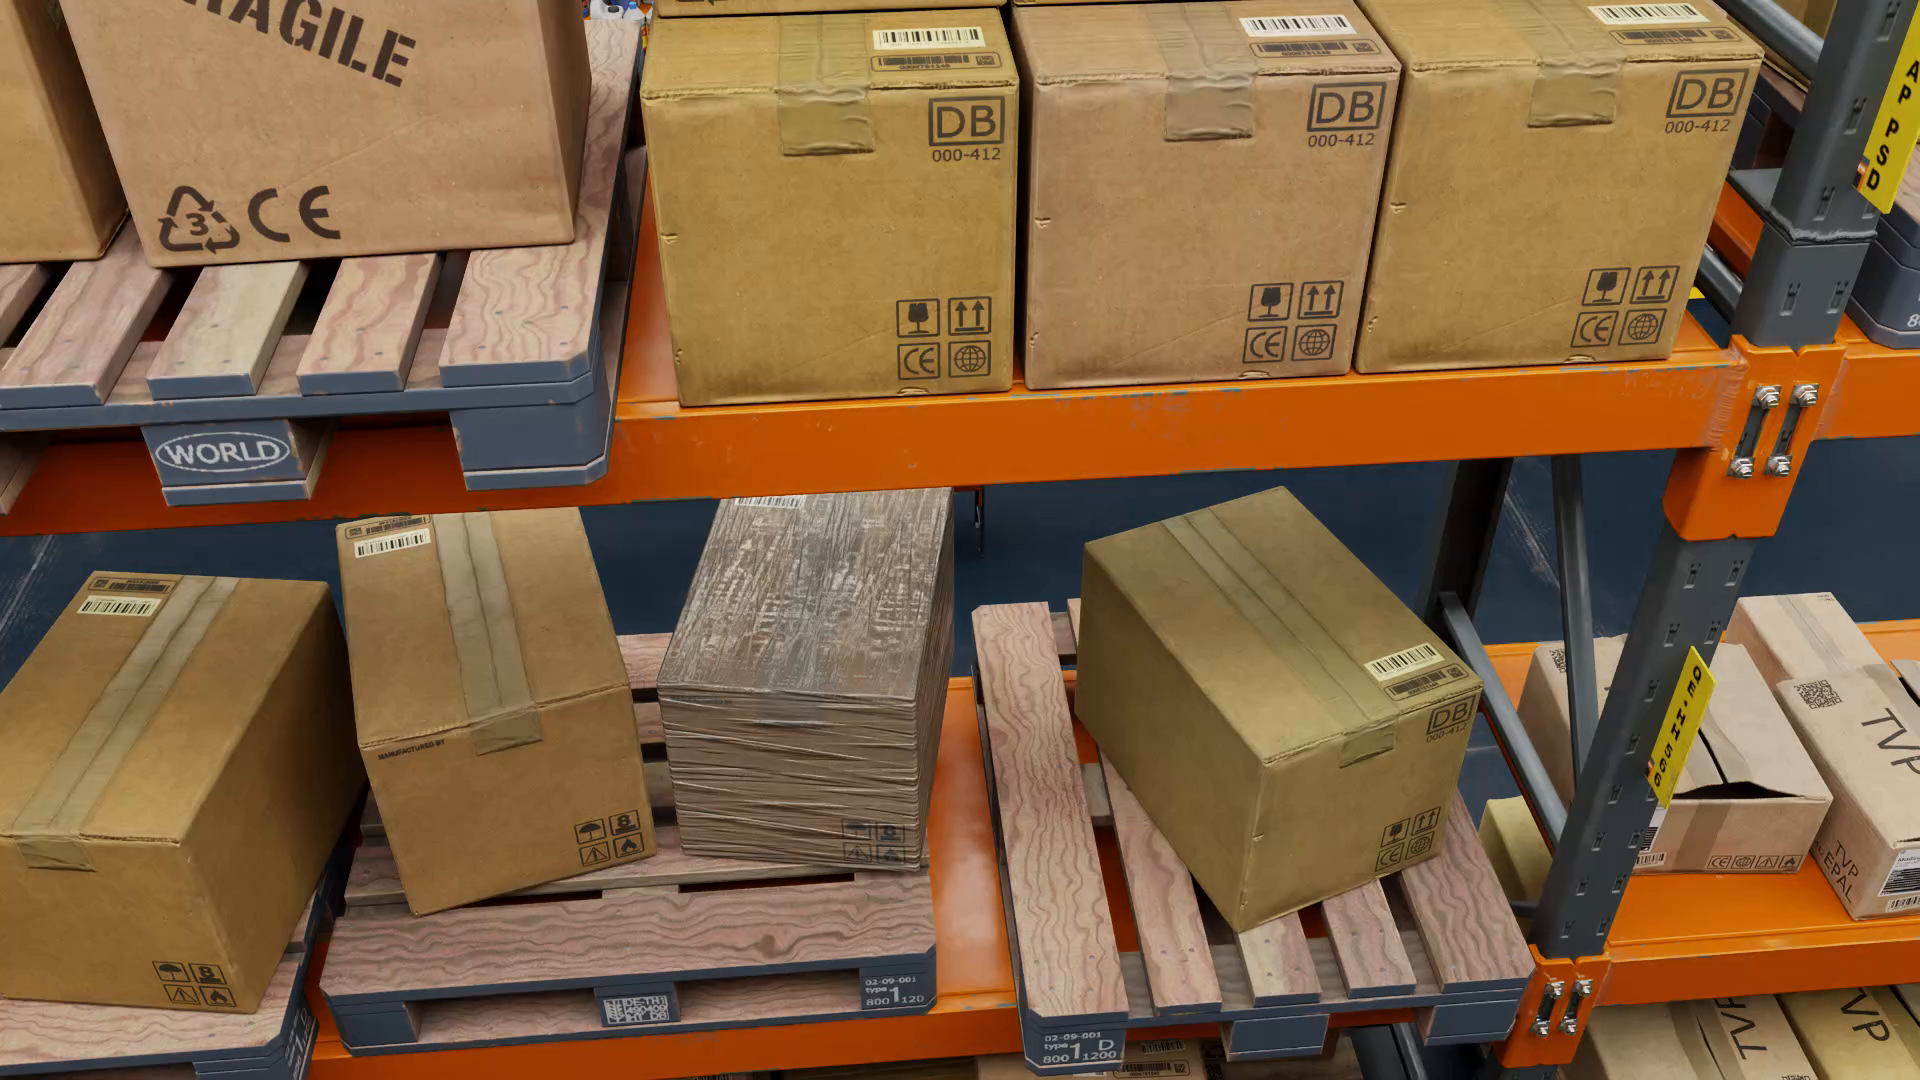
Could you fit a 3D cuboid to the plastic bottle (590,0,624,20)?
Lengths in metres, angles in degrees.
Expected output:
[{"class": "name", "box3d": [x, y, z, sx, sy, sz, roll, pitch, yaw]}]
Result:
[{"class": "plastic bottle", "box3d": [-1.523, -2.210, 7.229, 0.135, 0.276, 0.152, -3, 38, -4]}]

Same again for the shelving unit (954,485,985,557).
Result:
[{"class": "shelving unit", "box3d": [-0.165, -0.462, 6.367, 0.503, 1.200, 0.258, -3, 38, -4]}]

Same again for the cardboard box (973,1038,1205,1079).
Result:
[{"class": "cardboard box", "box3d": [0.281, 1.148, 3.931, 0.500, 0.250, 0.500, -2, 38, -2]}]

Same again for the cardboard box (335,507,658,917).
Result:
[{"class": "cardboard box", "box3d": [-0.982, 0.312, 3.513, 0.500, 0.500, 0.700, -13, 40, -15]}]

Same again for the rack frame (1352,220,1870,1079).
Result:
[{"class": "rack frame", "box3d": [1.248, 0.432, 3.781, 0.127, 3.000, 1.000, -3, 38, -4]}]

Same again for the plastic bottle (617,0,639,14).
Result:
[{"class": "plastic bottle", "box3d": [-1.547, -2.567, 7.686, 0.097, 0.271, 0.097, 0, 38, 0]}]

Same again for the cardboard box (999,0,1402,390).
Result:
[{"class": "cardboard box", "box3d": [0.308, -0.712, 2.728, 0.500, 0.500, 0.910, -3, 38, -4]}]

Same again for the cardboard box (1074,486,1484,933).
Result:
[{"class": "cardboard box", "box3d": [0.631, 0.332, 3.488, 0.500, 0.500, 0.700, -16, 41, -19]}]

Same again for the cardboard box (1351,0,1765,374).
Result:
[{"class": "cardboard box", "box3d": [0.816, -0.740, 2.764, 0.500, 0.500, 0.910, -3, 38, -4]}]

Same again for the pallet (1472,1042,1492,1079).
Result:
[{"class": "pallet", "box3d": [2.071, 1.506, 4.671, 1.213, 0.211, 1.003, -3, 38, -4]}]

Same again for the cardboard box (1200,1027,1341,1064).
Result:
[{"class": "cardboard box", "box3d": [0.769, 1.089, 4.611, 0.500, 0.500, 0.500, -2, 38, -2]}]

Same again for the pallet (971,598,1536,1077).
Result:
[{"class": "pallet", "box3d": [0.579, 0.588, 3.738, 1.003, 0.211, 1.213, -3, 38, -4]}]

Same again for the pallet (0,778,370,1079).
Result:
[{"class": "pallet", "box3d": [-1.931, 0.750, 3.532, 1.213, 0.211, 1.003, -3, 38, -4]}]

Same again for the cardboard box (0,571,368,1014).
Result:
[{"class": "cardboard box", "box3d": [-1.565, 0.483, 3.297, 0.500, 0.500, 0.700, 3, 38, 3]}]

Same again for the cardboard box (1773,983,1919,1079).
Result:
[{"class": "cardboard box", "box3d": [2.318, 1.245, 4.179, 0.500, 0.311, 0.500, -4, 38, -5]}]

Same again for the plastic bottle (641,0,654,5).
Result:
[{"class": "plastic bottle", "box3d": [-1.463, -2.639, 7.833, 0.097, 0.201, 0.097, 0, 38, 0]}]

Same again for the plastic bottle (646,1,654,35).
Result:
[{"class": "plastic bottle", "box3d": [-1.308, -2.203, 7.224, 0.097, 0.271, 0.097, 0, 38, 0]}]

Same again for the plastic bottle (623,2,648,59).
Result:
[{"class": "plastic bottle", "box3d": [-1.405, -2.198, 7.217, 0.097, 0.271, 0.097, 0, 38, 0]}]

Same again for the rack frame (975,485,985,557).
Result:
[{"class": "rack frame", "box3d": [0.078, -0.475, 6.384, 0.015, 1.200, 0.240, -3, 38, -4]}]

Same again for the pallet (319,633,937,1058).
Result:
[{"class": "pallet", "box3d": [-0.689, 0.617, 3.701, 1.213, 0.211, 1.003, -3, 38, -4]}]

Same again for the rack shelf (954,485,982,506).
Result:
[{"class": "rack shelf", "box3d": [-0.165, -0.253, 6.531, 0.480, 0.148, 0.258, -3, 38, -4]}]

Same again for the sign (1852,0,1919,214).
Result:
[{"class": "sign", "box3d": [1.294, -0.613, 2.267, 0.005, 0.325, 0.100, -3, 38, -4]}]

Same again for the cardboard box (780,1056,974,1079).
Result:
[{"class": "cardboard box", "box3d": [-0.178, 1.465, 4.134, 0.500, 0.500, 0.500, -4, 38, -6]}]

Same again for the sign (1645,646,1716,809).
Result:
[{"class": "sign", "box3d": [1.305, 0.343, 3.023, 0.005, 0.325, 0.100, -3, 38, -4]}]

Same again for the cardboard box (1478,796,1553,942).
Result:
[{"class": "cardboard box", "box3d": [1.748, 0.946, 4.558, 0.500, 0.311, 0.500, -2, 38, -3]}]

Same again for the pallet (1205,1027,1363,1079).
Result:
[{"class": "pallet", "box3d": [0.501, 1.545, 4.622, 1.213, 0.211, 1.003, -3, 38, -4]}]

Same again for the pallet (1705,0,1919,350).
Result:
[{"class": "pallet", "box3d": [1.916, -0.764, 3.027, 1.003, 0.211, 1.213, -1, 38, -2]}]

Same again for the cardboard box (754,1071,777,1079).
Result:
[{"class": "cardboard box", "box3d": [-0.701, 1.498, 4.093, 0.500, 0.500, 0.500, -5, 38, -6]}]

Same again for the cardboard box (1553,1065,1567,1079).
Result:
[{"class": "cardboard box", "box3d": [1.796, 1.499, 4.309, 0.500, 0.250, 0.500, -3, 38, -4]}]

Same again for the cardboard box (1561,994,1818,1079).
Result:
[{"class": "cardboard box", "box3d": [1.796, 1.279, 4.135, 0.500, 0.311, 0.500, -2, 38, -2]}]

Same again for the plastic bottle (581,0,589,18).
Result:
[{"class": "plastic bottle", "box3d": [-1.778, -2.554, 7.670, 0.097, 0.271, 0.097, 0, 38, 0]}]

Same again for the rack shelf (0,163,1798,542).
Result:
[{"class": "rack shelf", "box3d": [-0.744, -0.353, 2.935, 4.000, 0.370, 1.077, -3, 38, -4]}]

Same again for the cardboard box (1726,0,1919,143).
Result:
[{"class": "cardboard box", "box3d": [1.695, -0.911, 2.844, 0.500, 0.250, 0.500, -6, 39, -7]}]

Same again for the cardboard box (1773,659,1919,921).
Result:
[{"class": "cardboard box", "box3d": [2.156, 0.538, 3.719, 0.500, 0.311, 0.500, -4, 38, -5]}]

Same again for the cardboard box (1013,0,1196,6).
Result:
[{"class": "cardboard box", "box3d": [0.305, -1.129, 2.450, 0.500, 0.500, 0.500, -3, 38, -4]}]

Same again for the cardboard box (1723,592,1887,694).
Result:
[{"class": "cardboard box", "box3d": [2.119, 0.311, 4.137, 0.250, 0.149, 0.380, -3, 38, -4]}]

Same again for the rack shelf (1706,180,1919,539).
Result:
[{"class": "rack shelf", "box3d": [3.240, -0.573, 3.213, 4.000, 0.370, 1.077, -3, 38, -4]}]

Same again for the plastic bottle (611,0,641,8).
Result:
[{"class": "plastic bottle", "box3d": [-1.576, -2.645, 7.781, 0.135, 0.276, 0.152, -3, 38, -4]}]

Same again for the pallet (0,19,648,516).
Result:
[{"class": "pallet", "box3d": [-1.048, -0.503, 2.697, 1.003, 0.211, 1.213, -3, 38, -4]}]

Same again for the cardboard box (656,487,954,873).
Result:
[{"class": "cardboard box", "box3d": [-0.297, 0.264, 3.573, 0.500, 0.500, 0.700, 4, 38, 5]}]

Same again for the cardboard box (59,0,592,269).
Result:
[{"class": "cardboard box", "box3d": [-0.900, -0.826, 2.454, 0.600, 0.600, 0.600, -5, 39, -6]}]

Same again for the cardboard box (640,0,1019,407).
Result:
[{"class": "cardboard box", "box3d": [-0.210, -0.683, 2.692, 0.500, 0.500, 0.910, -3, 38, -4]}]

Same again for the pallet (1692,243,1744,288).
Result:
[{"class": "pallet", "box3d": [4.018, -1.682, 8.711, 1.213, 0.211, 1.003, -3, 38, -4]}]

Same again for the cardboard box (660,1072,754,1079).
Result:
[{"class": "cardboard box", "box3d": [-0.737, 1.207, 3.856, 0.500, 0.250, 0.500, -4, 38, -5]}]

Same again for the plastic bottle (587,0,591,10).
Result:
[{"class": "plastic bottle", "box3d": [-1.807, -2.632, 7.765, 0.135, 0.276, 0.152, -3, 38, -4]}]

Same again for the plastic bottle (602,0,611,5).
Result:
[{"class": "plastic bottle", "box3d": [-1.694, -2.626, 7.817, 0.097, 0.201, 0.097, 0, 38, 0]}]

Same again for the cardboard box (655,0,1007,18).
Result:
[{"class": "cardboard box", "box3d": [-0.203, -1.101, 2.415, 0.500, 0.500, 0.500, -3, 38, -4]}]

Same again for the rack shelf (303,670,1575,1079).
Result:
[{"class": "rack shelf", "box3d": [-0.744, 0.824, 3.864, 4.000, 0.370, 1.077, -3, 38, -4]}]

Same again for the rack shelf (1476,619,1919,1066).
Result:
[{"class": "rack shelf", "box3d": [3.240, 0.605, 4.143, 4.000, 0.370, 1.077, -3, 38, -4]}]

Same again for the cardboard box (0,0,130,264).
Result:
[{"class": "cardboard box", "box3d": [-1.564, -0.802, 2.423, 0.600, 0.600, 0.600, -4, 38, -4]}]

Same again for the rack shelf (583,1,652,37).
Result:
[{"class": "rack shelf", "box3d": [-1.179, -2.232, 7.738, 4.000, 0.370, 1.077, -3, 38, -4]}]

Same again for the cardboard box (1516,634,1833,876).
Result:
[{"class": "cardboard box", "box3d": [1.614, 0.474, 3.799, 0.500, 0.311, 0.500, -1, 38, -1]}]

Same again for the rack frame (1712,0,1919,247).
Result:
[{"class": "rack frame", "box3d": [1.248, -1.923, 1.922, 0.127, 3.000, 1.000, -3, 38, -4]}]

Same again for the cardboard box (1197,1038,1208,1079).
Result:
[{"class": "cardboard box", "box3d": [0.337, 1.437, 4.170, 0.500, 0.500, 0.500, -2, 38, -2]}]
